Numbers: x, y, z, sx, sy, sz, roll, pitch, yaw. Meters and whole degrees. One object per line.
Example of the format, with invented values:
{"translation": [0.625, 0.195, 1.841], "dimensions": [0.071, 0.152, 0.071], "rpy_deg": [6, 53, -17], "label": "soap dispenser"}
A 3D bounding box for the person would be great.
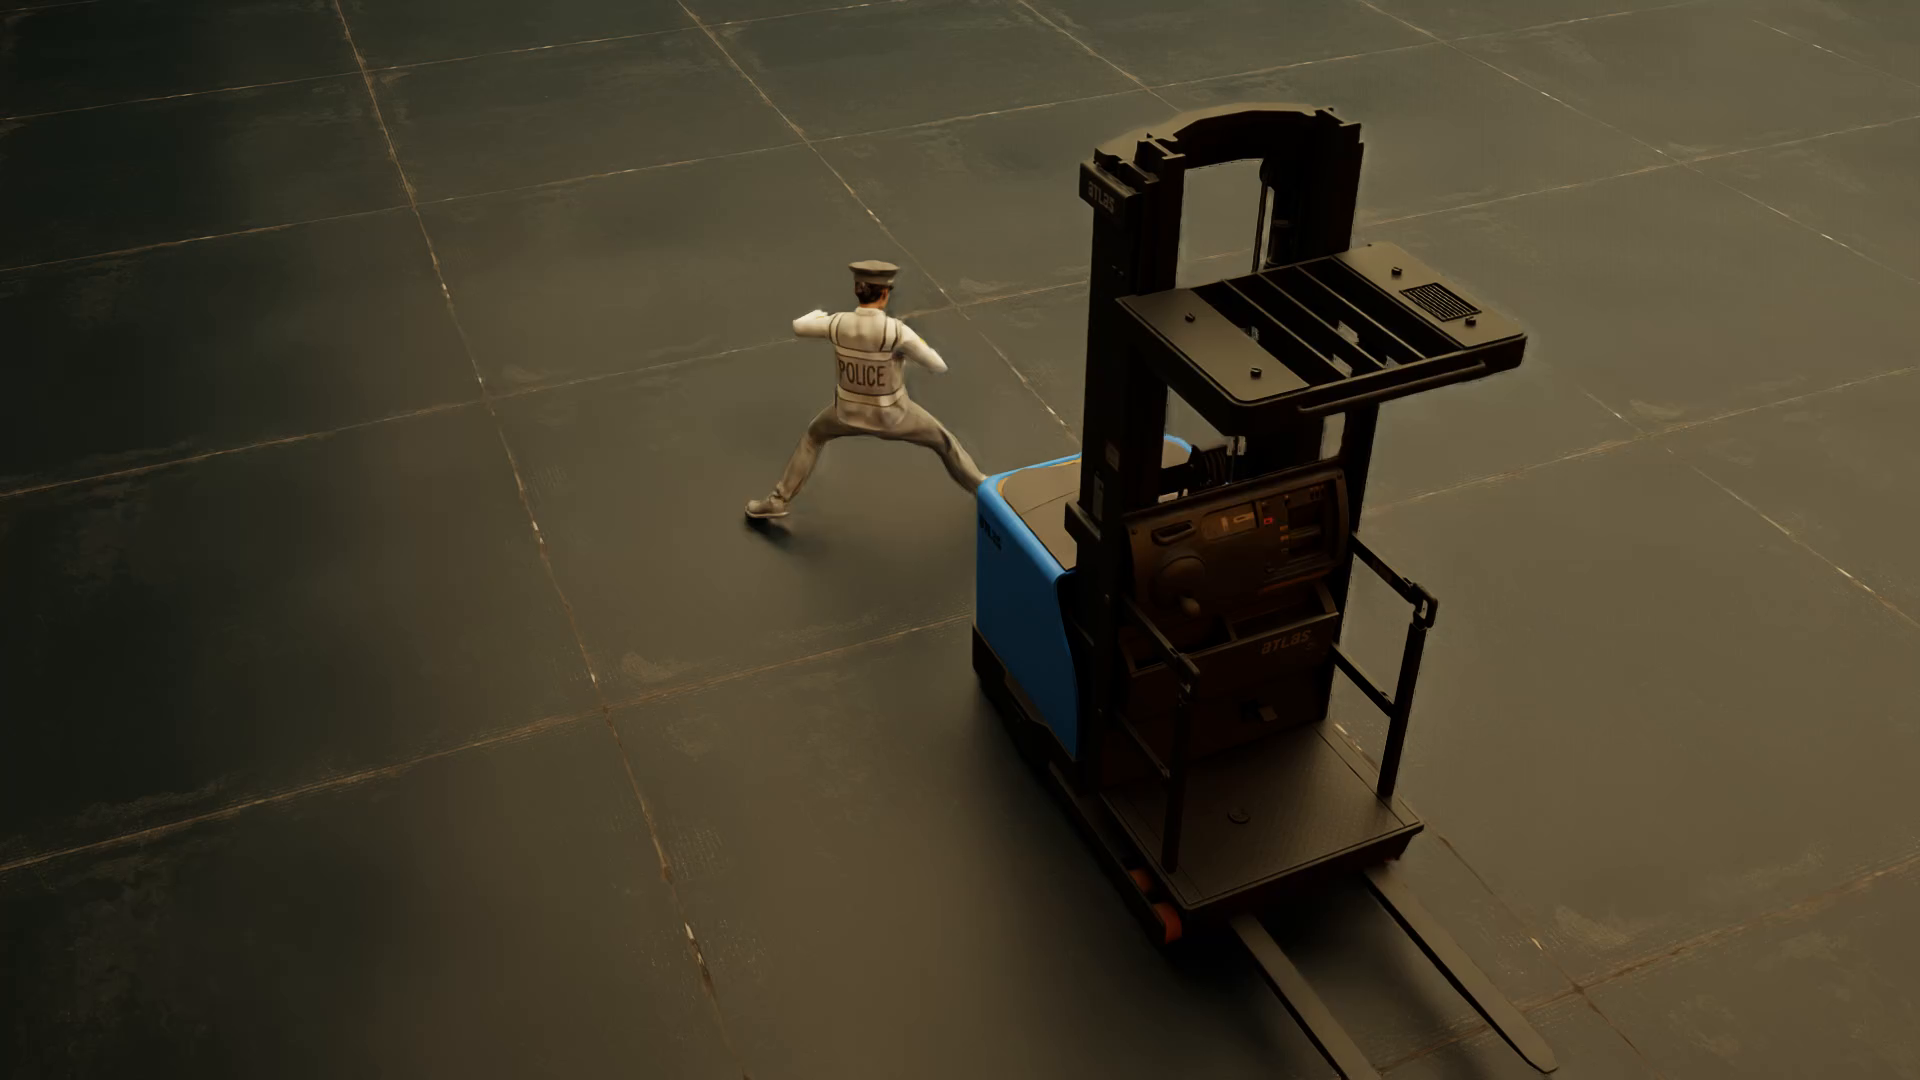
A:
{"translation": [-0.452, -0.780, 8.449], "dimensions": [1.245, 1.473, 0.790], "rpy_deg": [10, 37, 14], "label": "person"}

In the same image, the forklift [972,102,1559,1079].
{"translation": [1.126, 0.077, 5.990], "dimensions": [1.130, 2.935, 3.031], "rpy_deg": [-15, 38, -20], "label": "forklift"}
